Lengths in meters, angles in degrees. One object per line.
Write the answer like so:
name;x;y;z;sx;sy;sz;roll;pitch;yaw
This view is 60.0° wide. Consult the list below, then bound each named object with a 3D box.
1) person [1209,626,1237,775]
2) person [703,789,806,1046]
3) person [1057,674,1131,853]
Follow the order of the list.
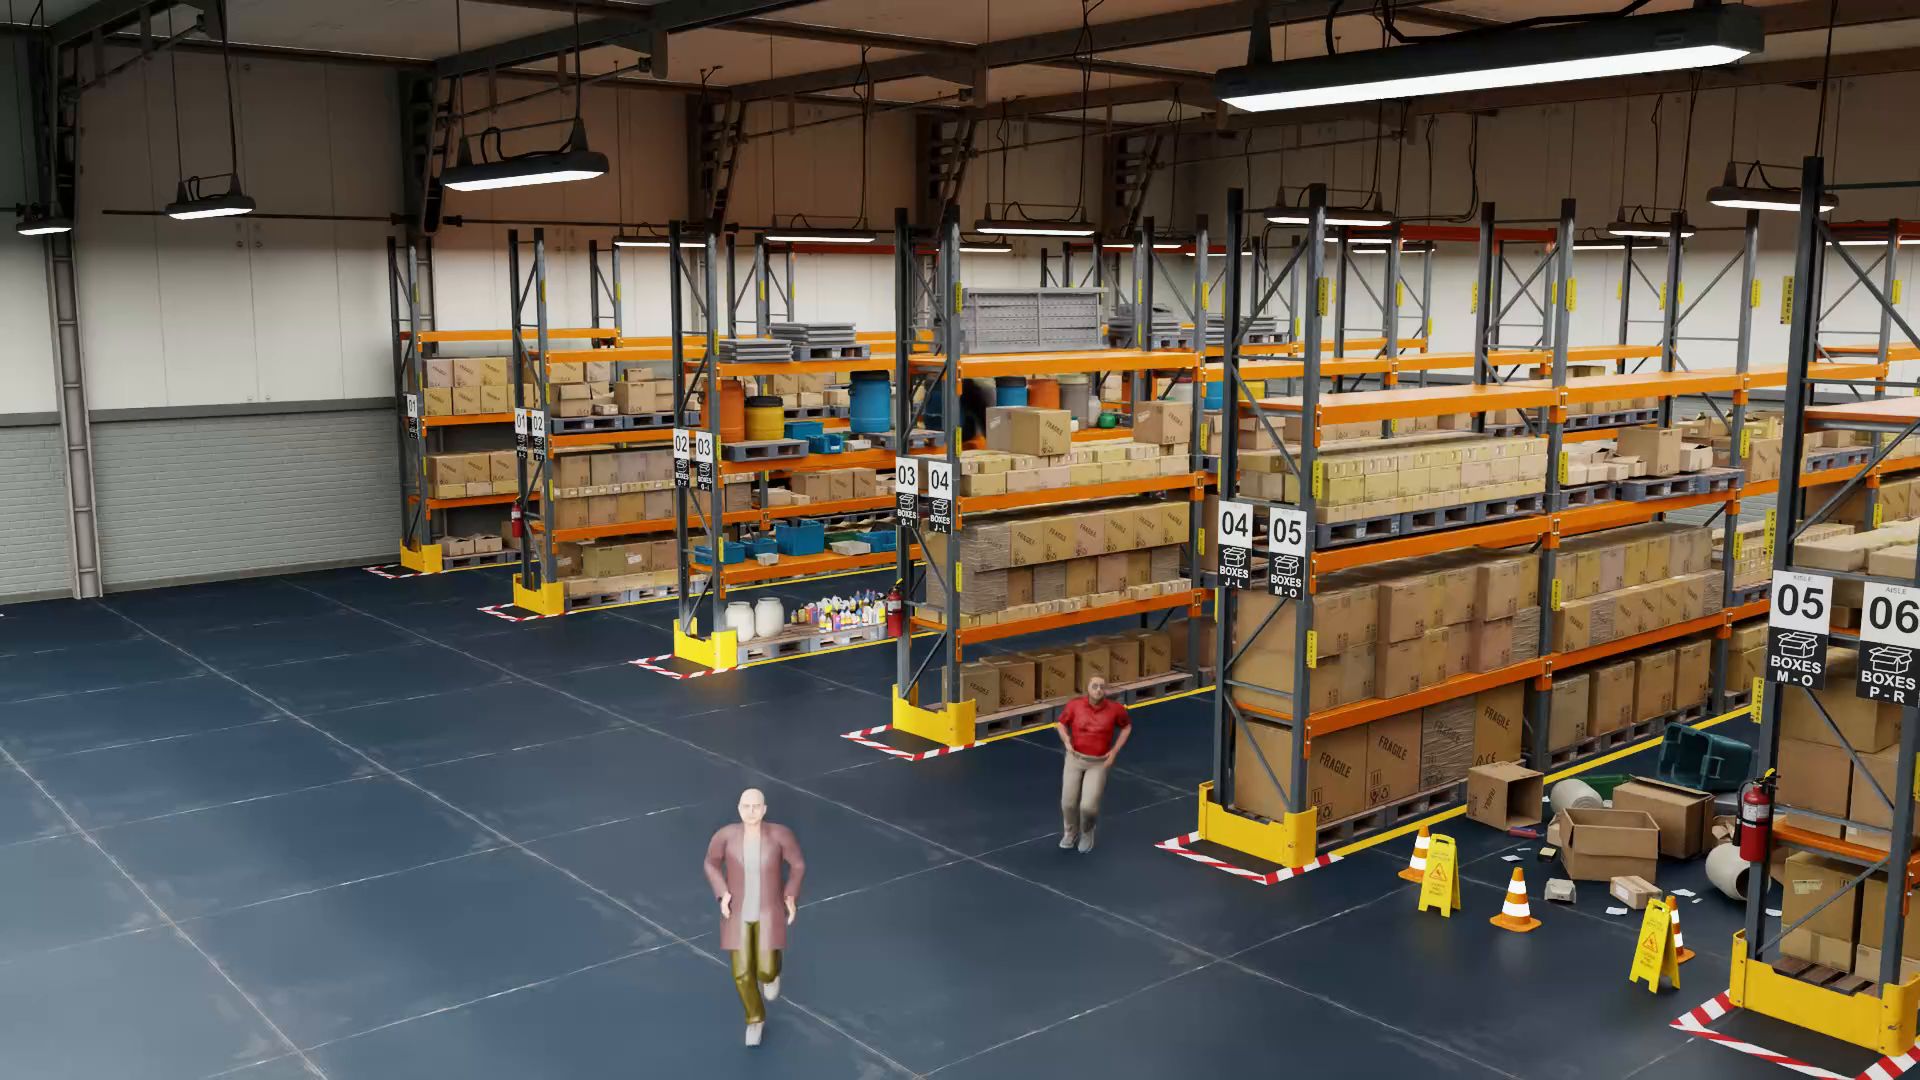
person;2.856;1.703;17.416;0.706;1.635;0.520;-8;12;-41
person;-1.430;2.565;11.544;0.712;1.739;0.653;0;9;-1
person;1.177;2.051;15.079;0.654;1.693;0.612;3;9;16
